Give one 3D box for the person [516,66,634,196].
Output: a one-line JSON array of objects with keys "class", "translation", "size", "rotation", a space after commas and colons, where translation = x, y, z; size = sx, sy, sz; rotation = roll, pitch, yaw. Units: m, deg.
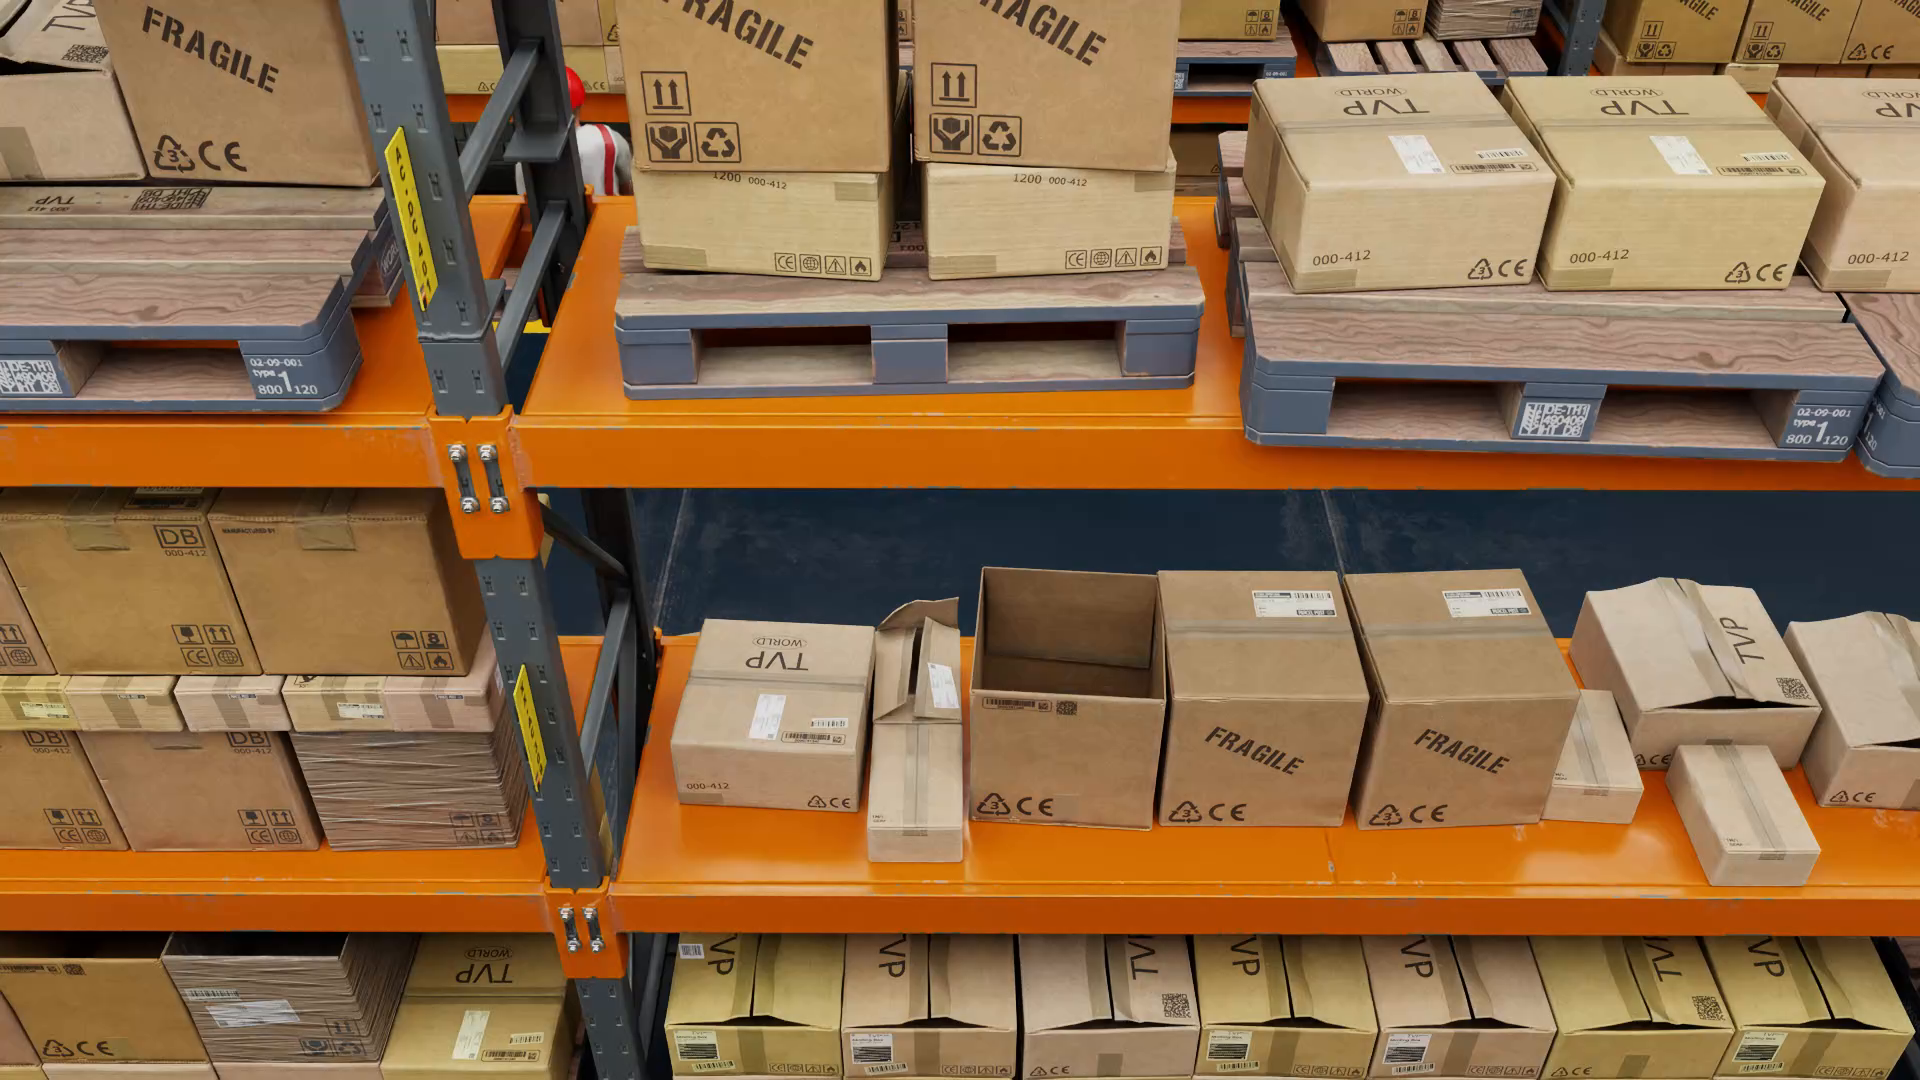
[{"class": "person", "translation": [-1.792, -1.409, 7.848], "size": [0.586, 1.805, 0.500], "rotation": [-17, 42, -19]}]
